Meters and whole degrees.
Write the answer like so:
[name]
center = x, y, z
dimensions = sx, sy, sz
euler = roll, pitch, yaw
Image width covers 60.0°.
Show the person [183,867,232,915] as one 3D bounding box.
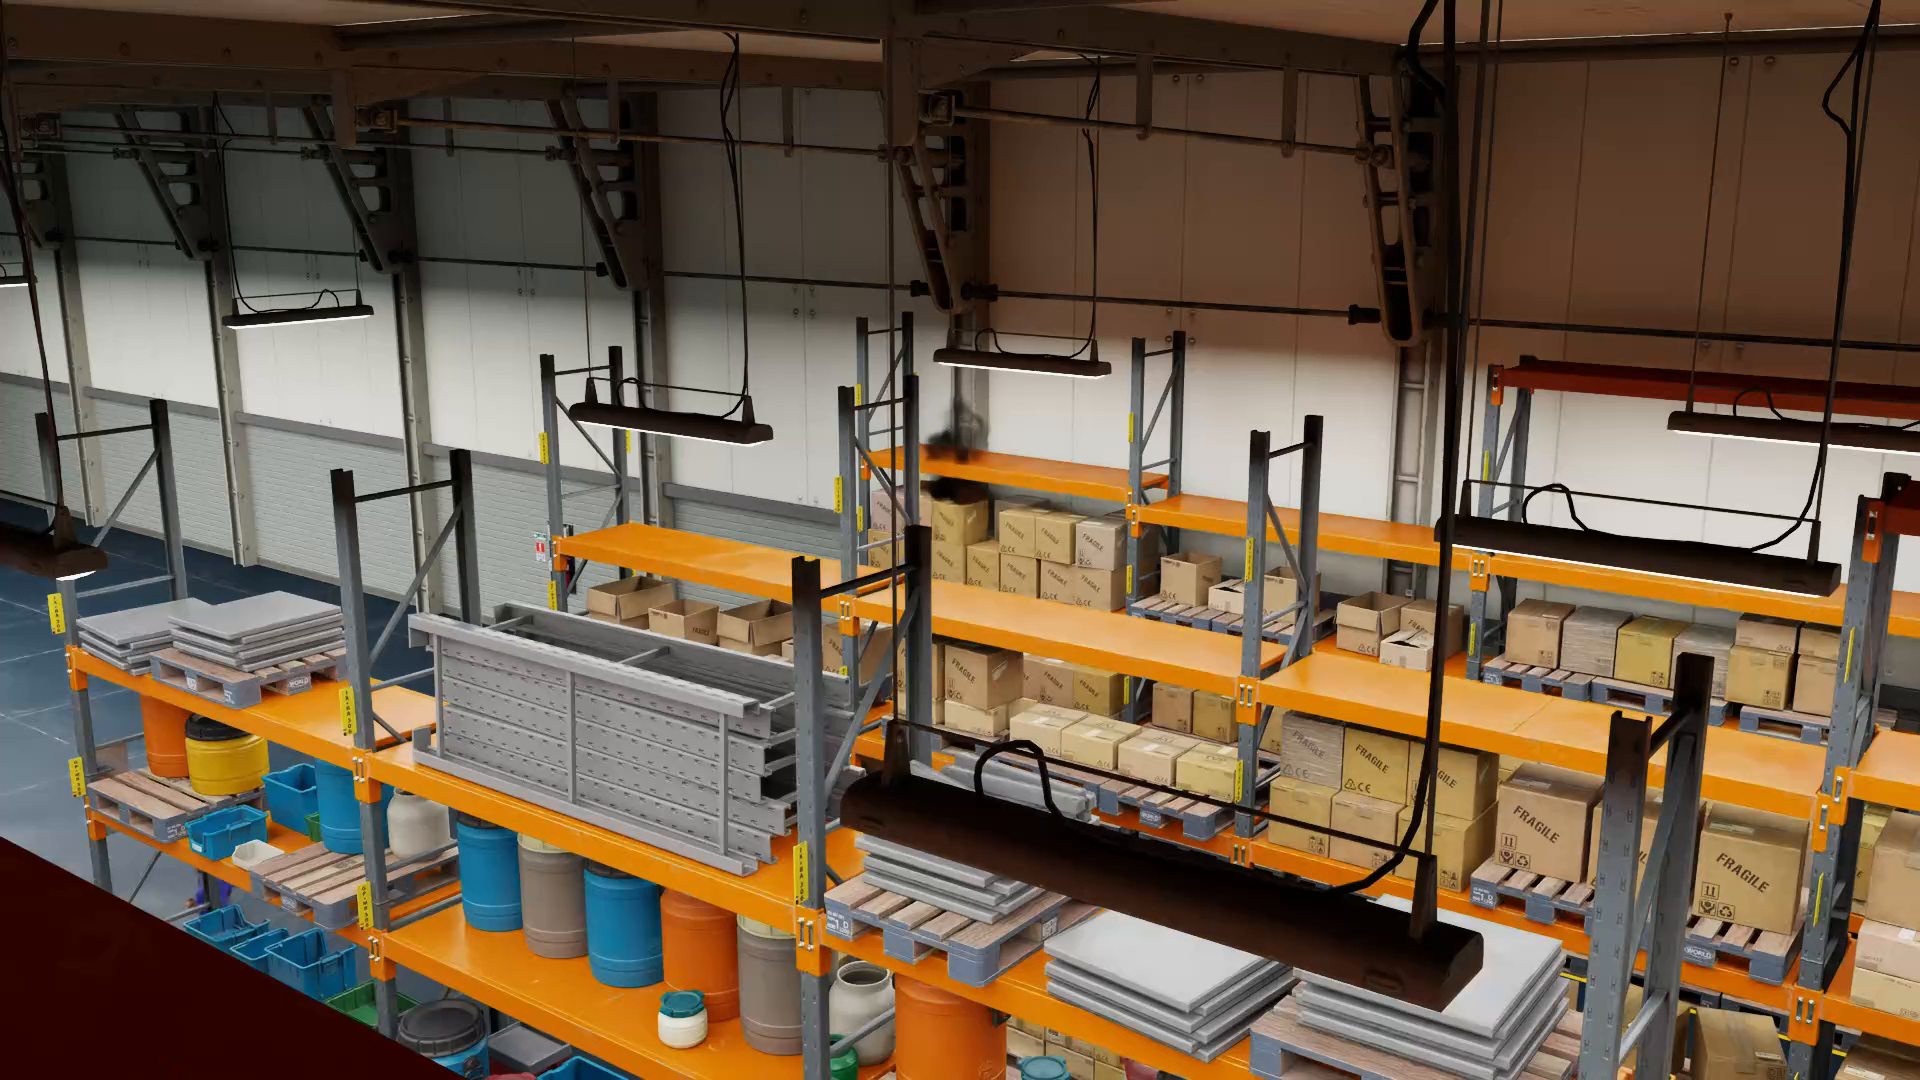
[person]
center = -7.066, 3.704, 15.743
dimensions = 0.654, 1.624, 0.617
euler = 0, 13, 0
